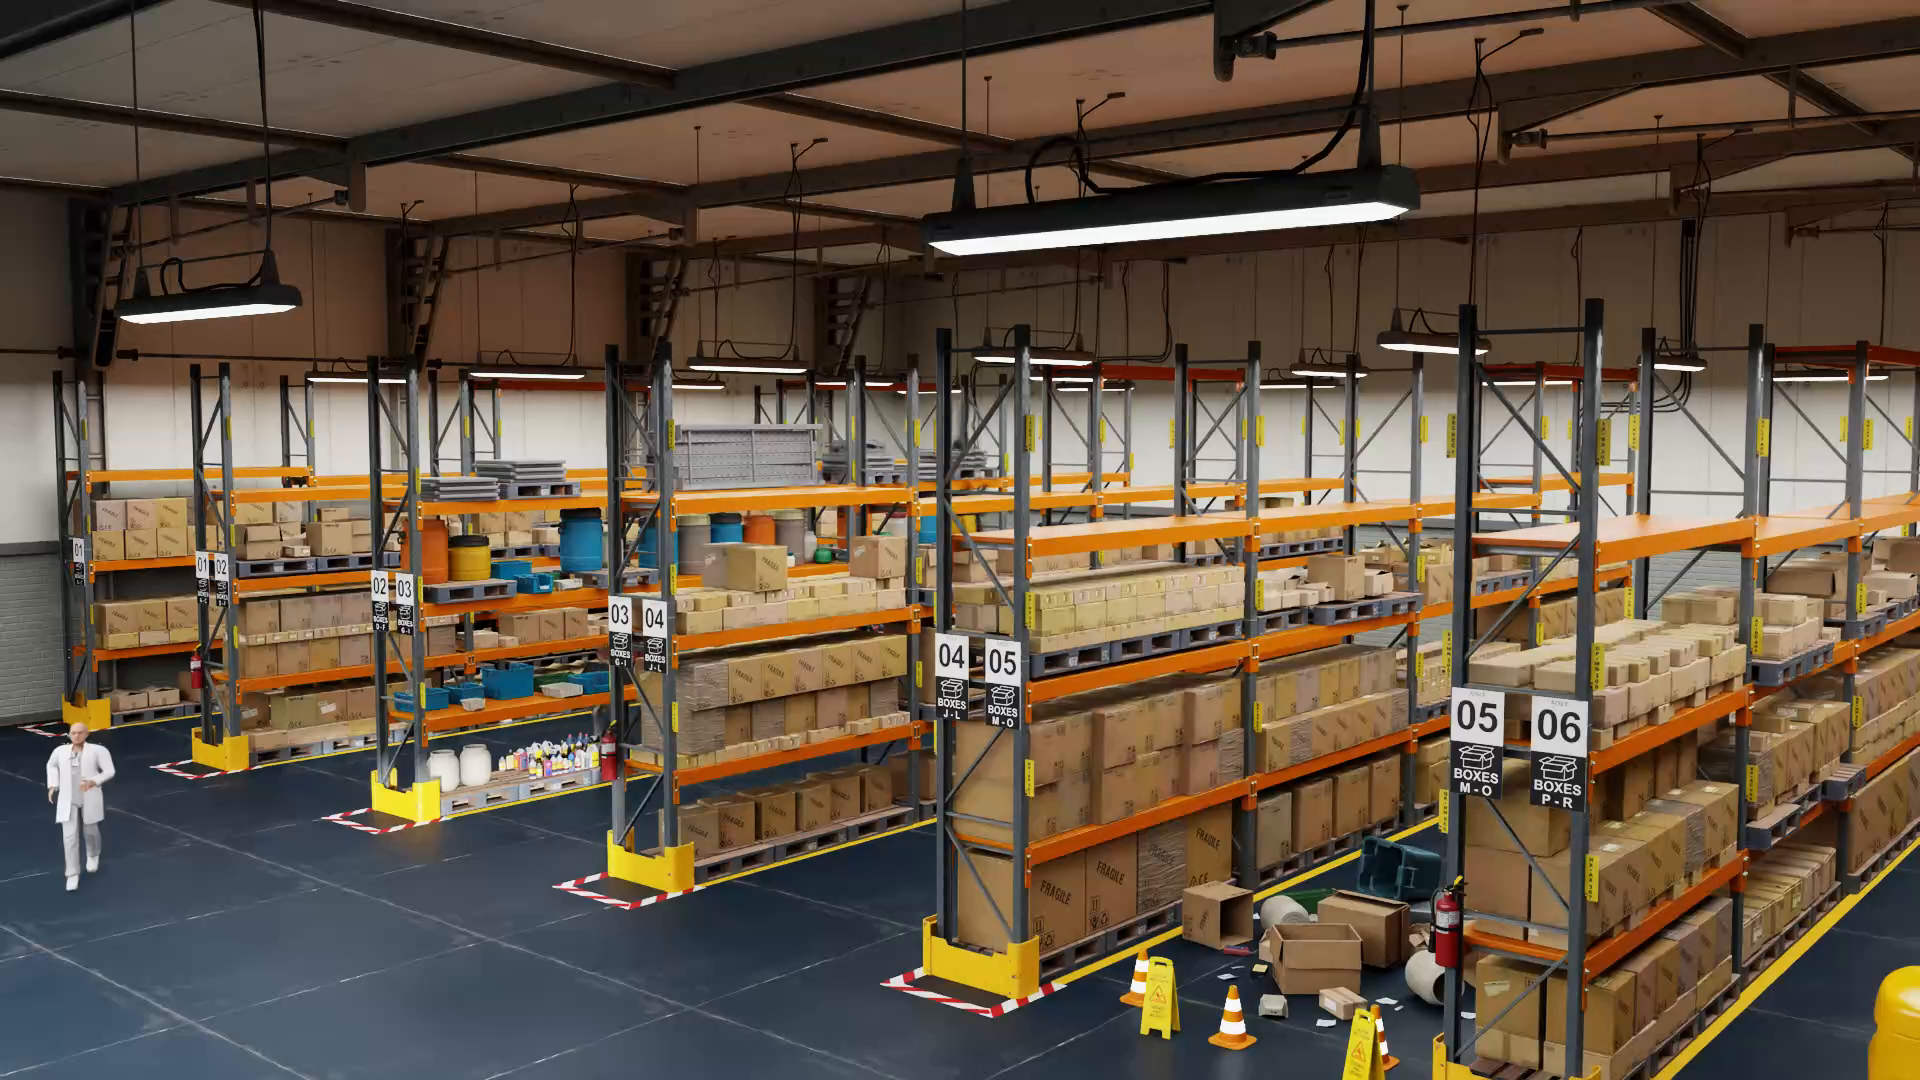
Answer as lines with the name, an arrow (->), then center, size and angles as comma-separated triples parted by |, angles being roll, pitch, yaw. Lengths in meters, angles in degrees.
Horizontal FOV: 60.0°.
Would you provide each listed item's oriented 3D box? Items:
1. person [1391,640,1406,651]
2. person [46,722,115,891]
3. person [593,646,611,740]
person -> 6.836, 2.427, 25.913 | 0.689, 1.773, 0.709 | 4, 5, 41
person -> -9.798, 2.939, 18.513 | 0.716, 1.726, 0.949 | -1, 4, -19
person -> -5.557, 2.457, 26.267 | 0.815, 1.571, 0.515 | -4, 6, -44
